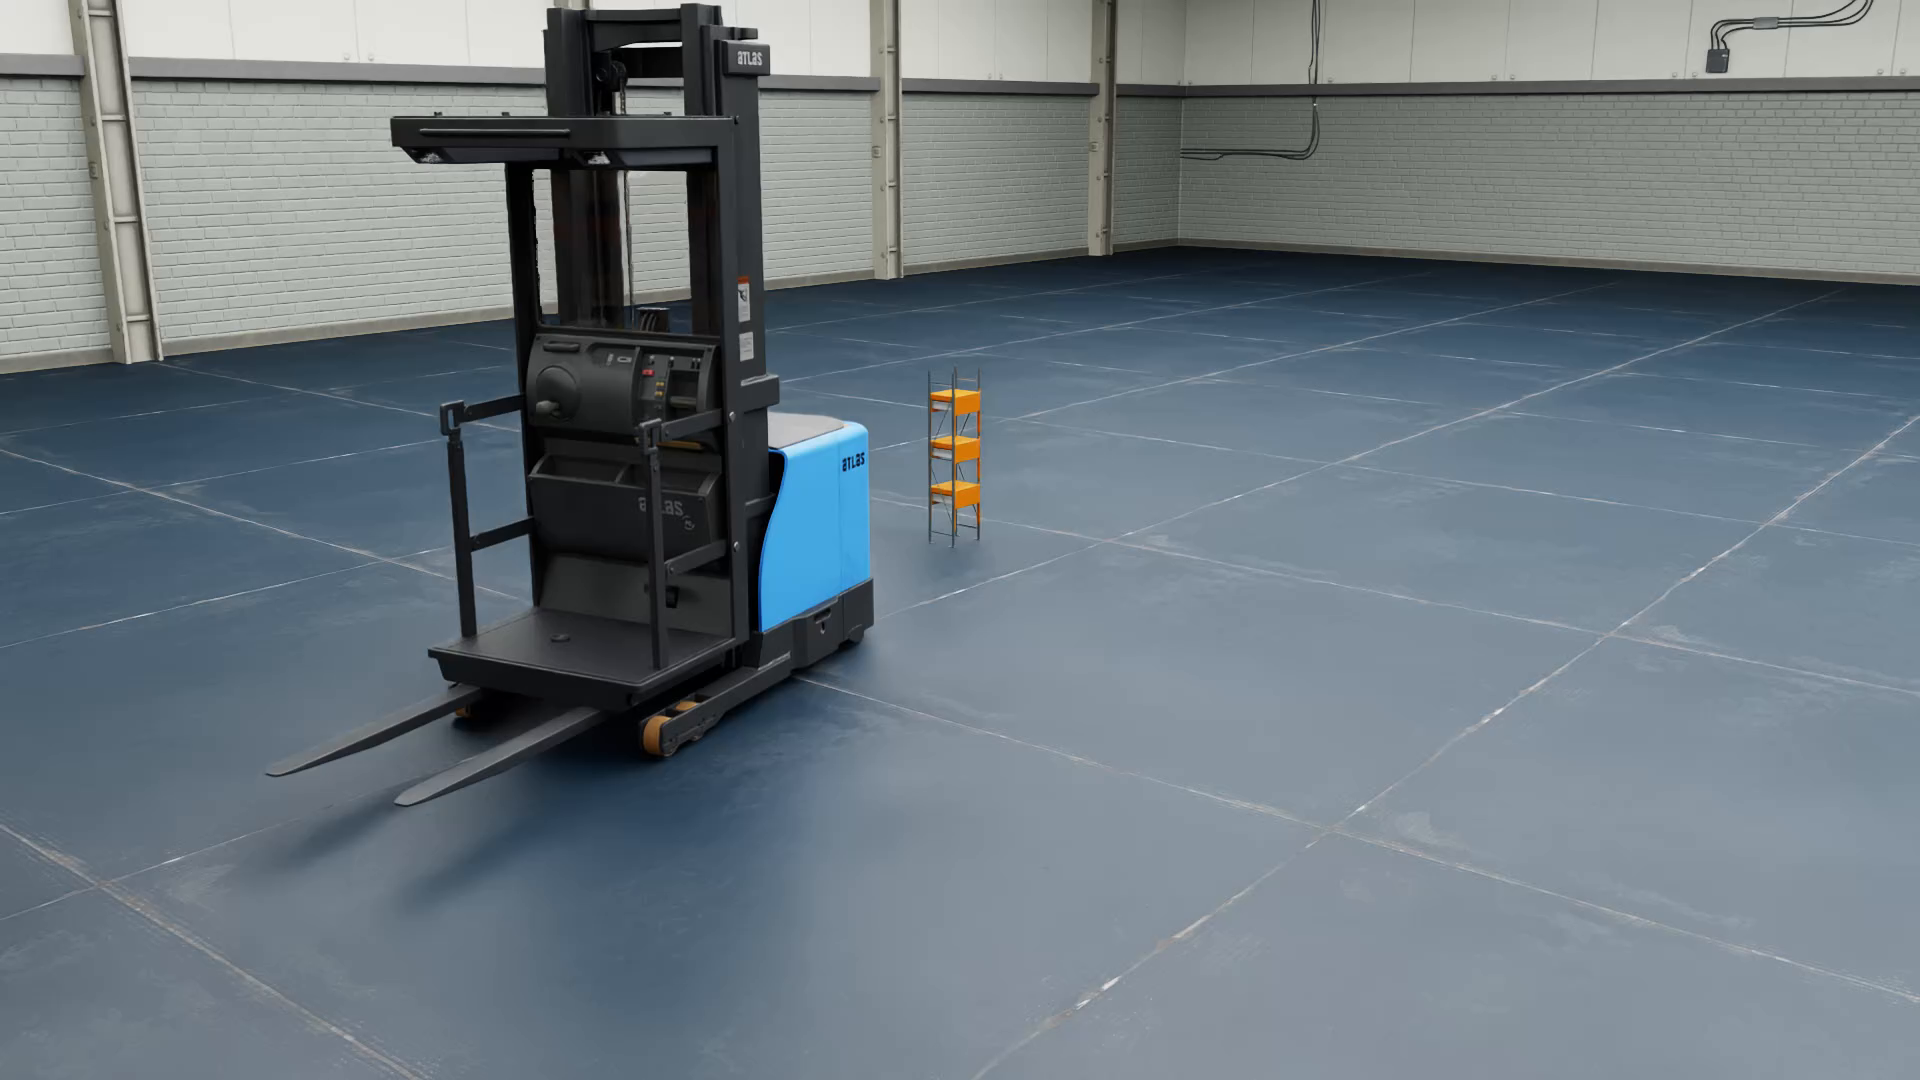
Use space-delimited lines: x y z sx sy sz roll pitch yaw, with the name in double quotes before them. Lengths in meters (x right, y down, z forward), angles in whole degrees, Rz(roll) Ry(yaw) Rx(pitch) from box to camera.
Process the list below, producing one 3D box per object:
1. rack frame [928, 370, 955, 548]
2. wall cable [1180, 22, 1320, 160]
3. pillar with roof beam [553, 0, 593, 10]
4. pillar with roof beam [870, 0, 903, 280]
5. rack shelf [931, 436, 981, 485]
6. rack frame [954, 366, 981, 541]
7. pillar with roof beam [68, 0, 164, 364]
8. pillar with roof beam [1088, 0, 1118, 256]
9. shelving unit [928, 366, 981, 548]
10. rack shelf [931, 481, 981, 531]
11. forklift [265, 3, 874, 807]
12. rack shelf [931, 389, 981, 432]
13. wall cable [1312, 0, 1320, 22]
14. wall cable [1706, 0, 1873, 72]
"rack frame" -0.110 -0.475 9.861 0.200 1.050 0.008 11 18 38
"wall cable" 5.502 -8.560 31.851 3.097 2.526 0.112 11 18 38
"pillar with roof beam" -1.571 -6.742 18.384 9.100 9.000 0.400 11 18 38
"pillar with roof beam" 2.200 -7.891 22.907 9.100 9.000 0.400 11 18 38
"rack shelf" -0.034 -0.488 9.956 0.215 0.259 0.240 11 18 38
"rack frame" 0.043 -0.522 10.045 0.200 1.050 0.008 11 18 38
"pillar with roof beam" -5.342 -5.593 13.861 9.100 9.000 0.400 11 18 38
"pillar with roof beam" 5.971 -9.040 27.431 9.100 9.000 0.400 11 18 38
"shelving unit" -0.034 -0.499 9.953 0.215 1.050 0.252 11 18 38
"rack shelf" -0.034 -0.219 10.024 0.215 0.259 0.240 11 18 38
"forklift" -1.523 -0.671 6.810 1.130 2.935 3.031 7 16 25
"rack shelf" -0.034 -0.763 9.886 0.215 0.259 0.240 11 18 38
"wall cable" 7.607 -10.590 29.581 3.097 2.526 0.112 11 18 38
"wall cable" 12.877 -10.242 25.255 2.305 6.003 0.169 11 18 38
